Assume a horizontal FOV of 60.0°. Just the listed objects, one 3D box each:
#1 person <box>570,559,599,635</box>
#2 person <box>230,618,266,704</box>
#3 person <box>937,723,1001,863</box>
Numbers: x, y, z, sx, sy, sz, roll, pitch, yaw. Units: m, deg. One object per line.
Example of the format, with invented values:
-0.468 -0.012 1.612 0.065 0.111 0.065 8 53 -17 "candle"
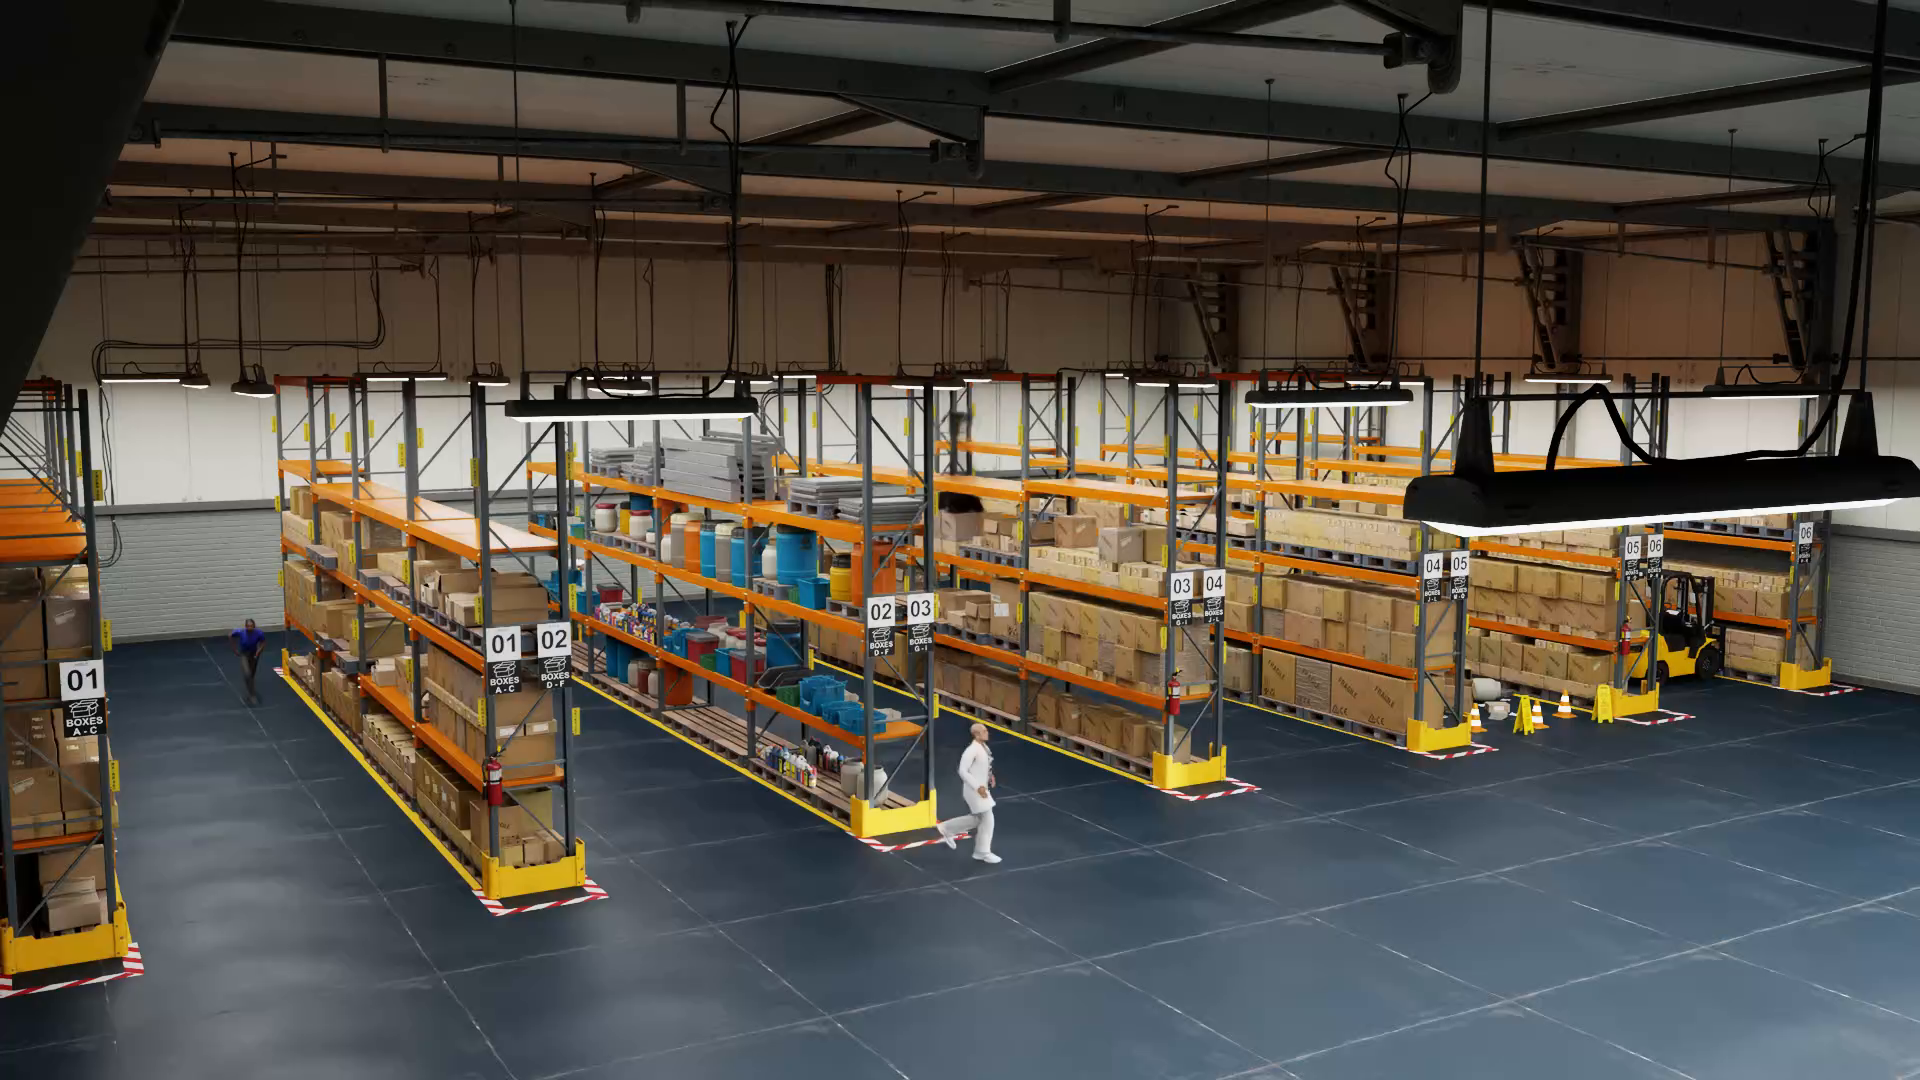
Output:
-8.719 1.316 37.923 0.912 1.778 0.670 -2 7 -20 "person"
-13.193 2.204 30.823 0.612 1.615 0.977 -3 7 -28 "person"
0.115 3.170 20.986 0.845 1.777 0.701 1 6 11 "person"
